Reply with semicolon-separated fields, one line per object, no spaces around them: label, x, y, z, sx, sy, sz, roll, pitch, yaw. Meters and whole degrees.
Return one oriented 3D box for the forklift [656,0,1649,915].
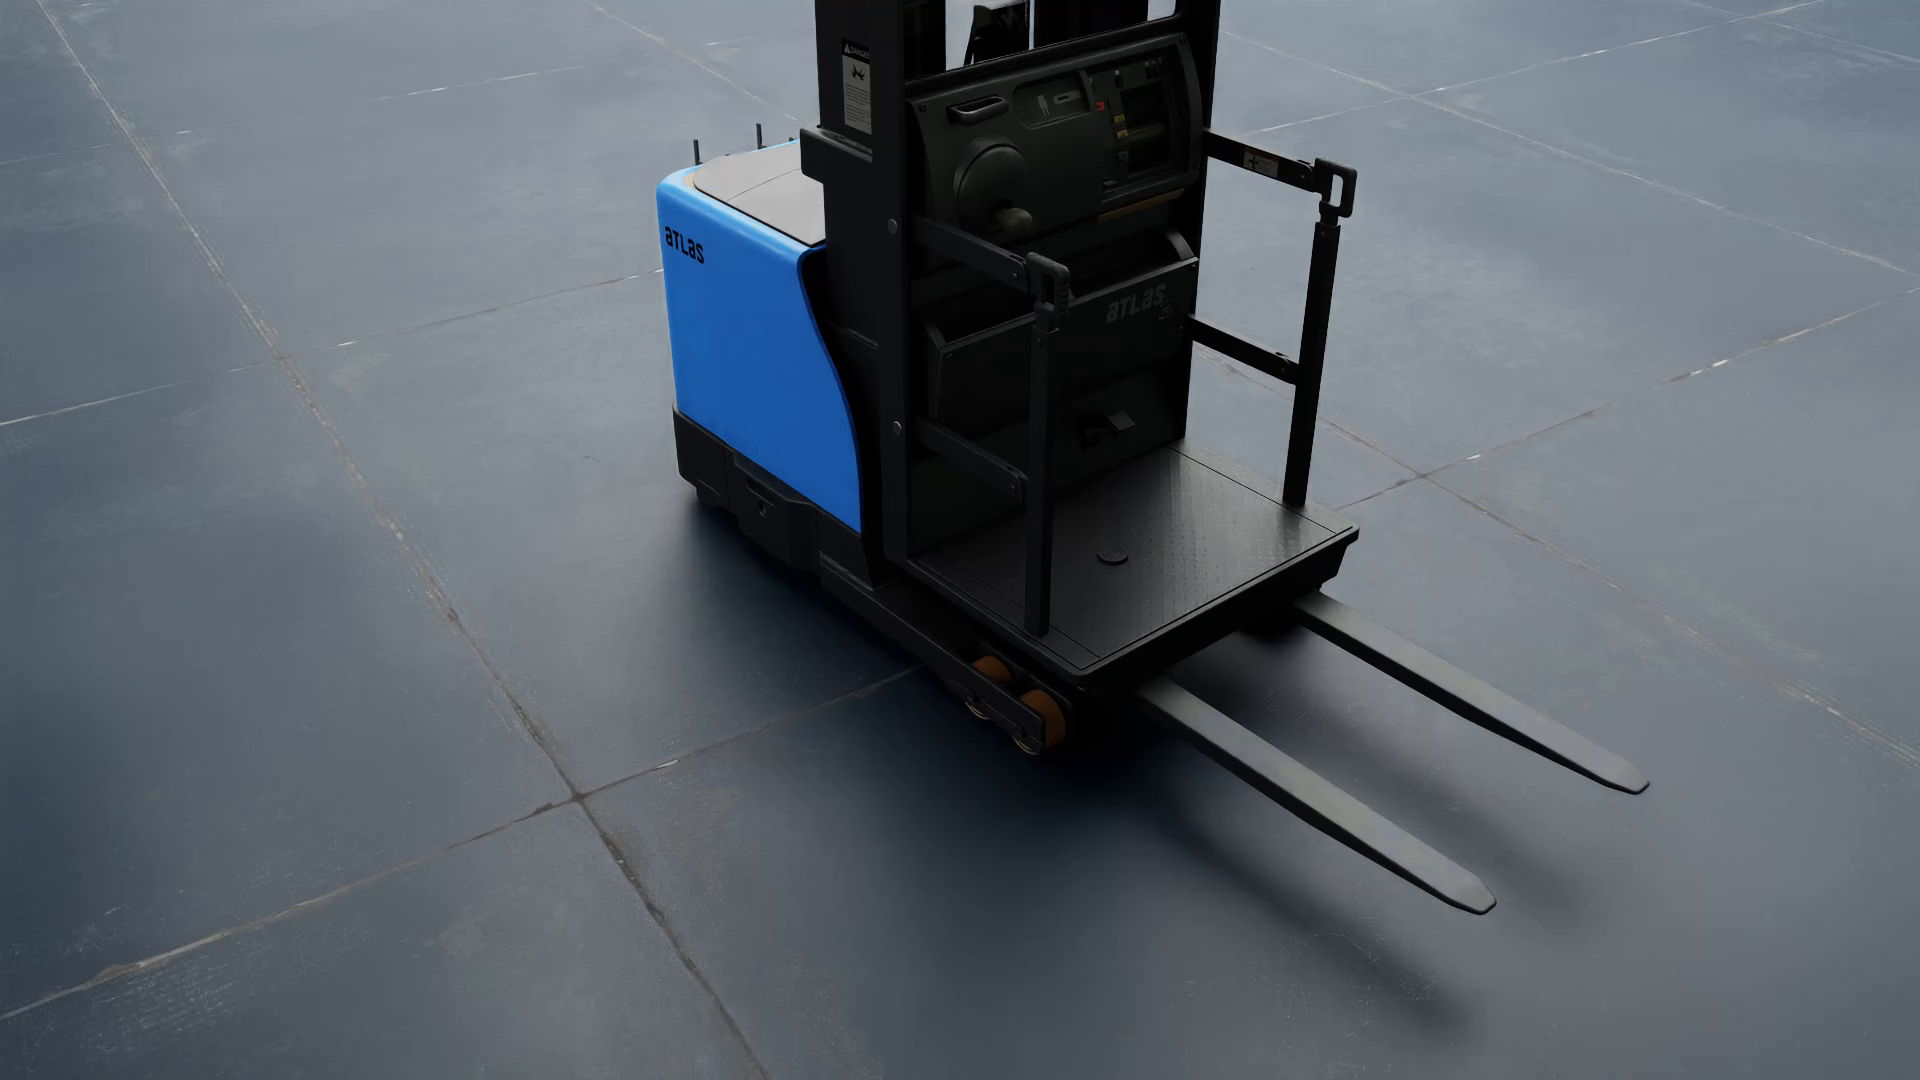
forklift;0.402;-0.983;4.060;1.130;2.935;3.031;-24;39;-33

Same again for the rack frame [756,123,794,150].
rack frame;-0.600;-0.883;5.665;0.008;1.050;0.200;-25;40;-34

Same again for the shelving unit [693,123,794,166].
shelving unit;-0.692;-0.840;5.597;0.252;1.050;0.215;-25;40;-34

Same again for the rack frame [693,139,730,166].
rack frame;-0.784;-0.797;5.530;0.008;1.050;0.200;-25;40;-34
